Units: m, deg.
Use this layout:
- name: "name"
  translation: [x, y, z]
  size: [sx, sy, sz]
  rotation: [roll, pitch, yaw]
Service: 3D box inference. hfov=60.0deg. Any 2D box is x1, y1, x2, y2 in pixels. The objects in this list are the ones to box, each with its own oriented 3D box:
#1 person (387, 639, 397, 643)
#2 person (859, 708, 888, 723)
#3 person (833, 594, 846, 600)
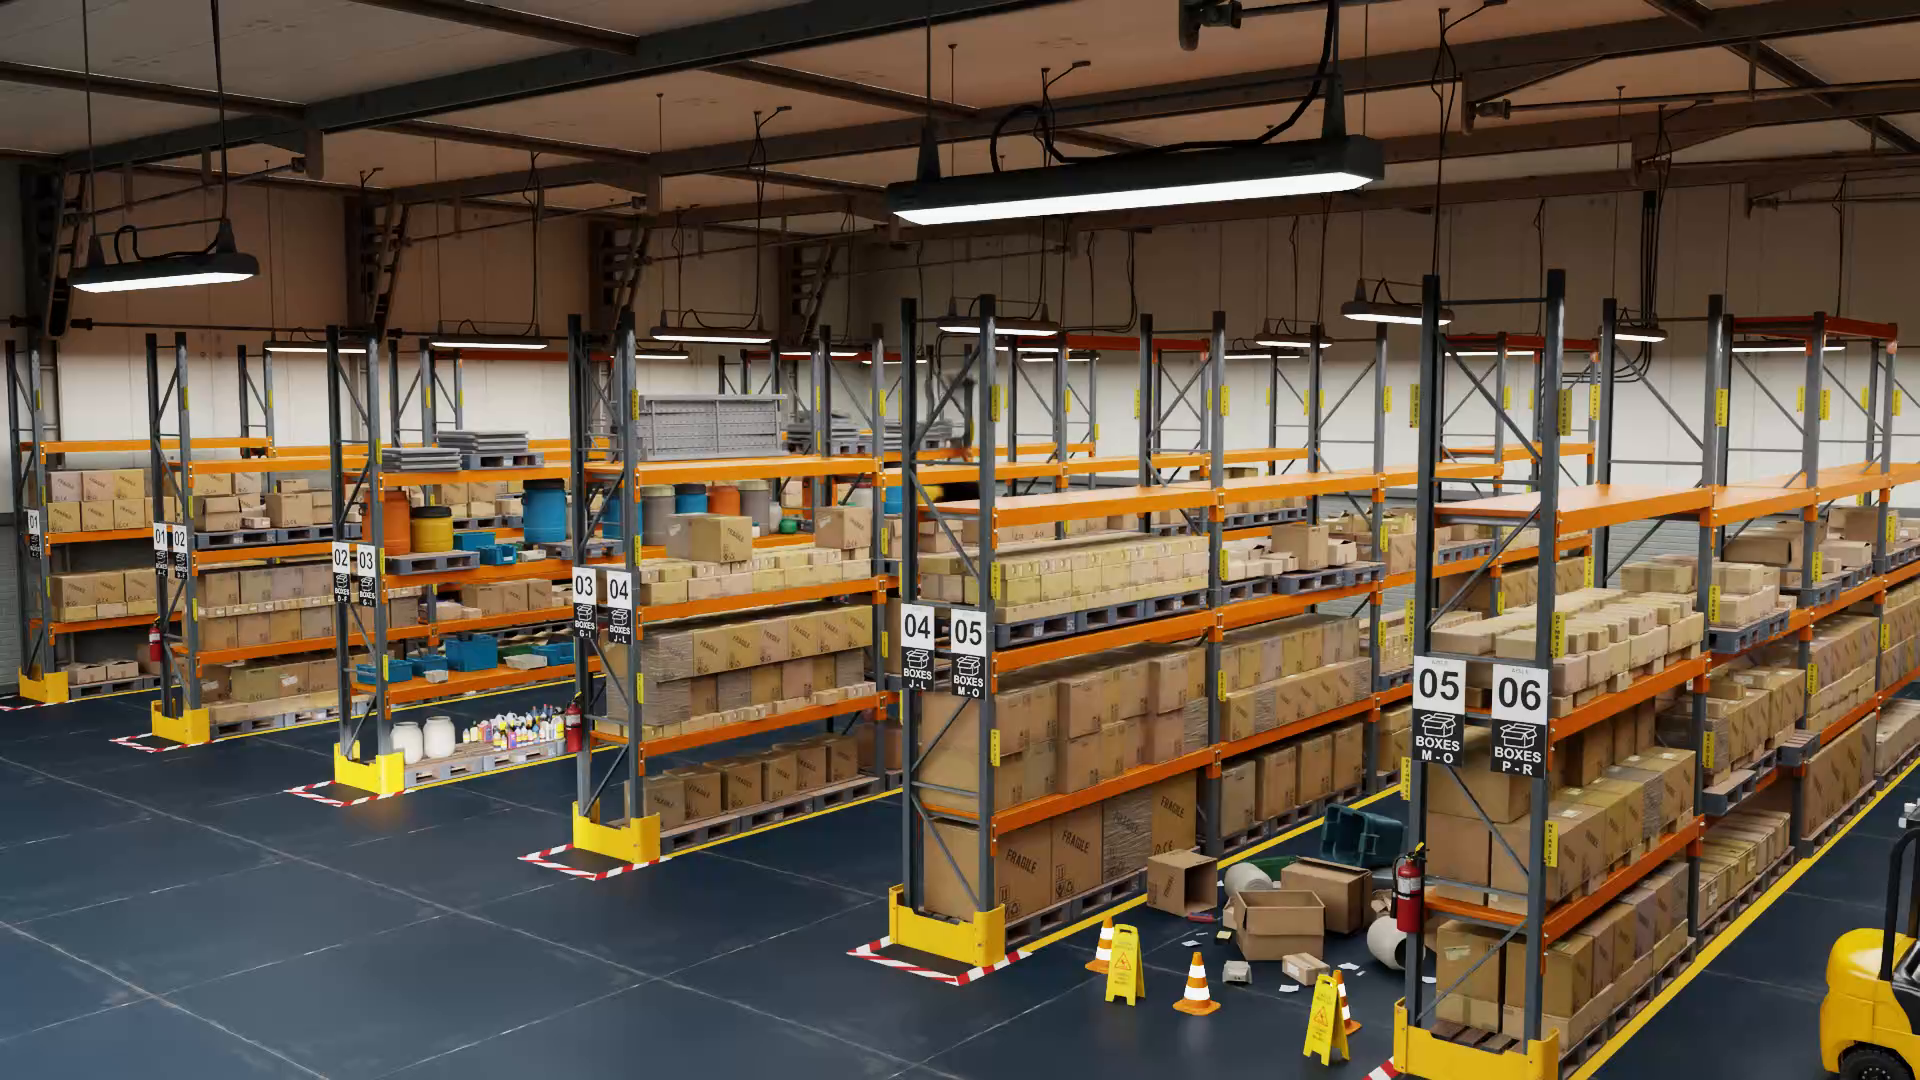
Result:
- name: "person"
  translation: [-9.990, 1.685, 29.247]
  size: [0.566, 1.662, 0.929]
  rotation: [3, 6, 29]
- name: "person"
  translation: [-1.236, 2.177, 24.178]
  size: [0.588, 1.628, 0.758]
  rotation: [3, 6, 34]
- name: "person"
  translation: [-2.169, 1.407, 32.258]
  size: [0.711, 1.763, 0.718]
  rotation: [5, 7, 44]
